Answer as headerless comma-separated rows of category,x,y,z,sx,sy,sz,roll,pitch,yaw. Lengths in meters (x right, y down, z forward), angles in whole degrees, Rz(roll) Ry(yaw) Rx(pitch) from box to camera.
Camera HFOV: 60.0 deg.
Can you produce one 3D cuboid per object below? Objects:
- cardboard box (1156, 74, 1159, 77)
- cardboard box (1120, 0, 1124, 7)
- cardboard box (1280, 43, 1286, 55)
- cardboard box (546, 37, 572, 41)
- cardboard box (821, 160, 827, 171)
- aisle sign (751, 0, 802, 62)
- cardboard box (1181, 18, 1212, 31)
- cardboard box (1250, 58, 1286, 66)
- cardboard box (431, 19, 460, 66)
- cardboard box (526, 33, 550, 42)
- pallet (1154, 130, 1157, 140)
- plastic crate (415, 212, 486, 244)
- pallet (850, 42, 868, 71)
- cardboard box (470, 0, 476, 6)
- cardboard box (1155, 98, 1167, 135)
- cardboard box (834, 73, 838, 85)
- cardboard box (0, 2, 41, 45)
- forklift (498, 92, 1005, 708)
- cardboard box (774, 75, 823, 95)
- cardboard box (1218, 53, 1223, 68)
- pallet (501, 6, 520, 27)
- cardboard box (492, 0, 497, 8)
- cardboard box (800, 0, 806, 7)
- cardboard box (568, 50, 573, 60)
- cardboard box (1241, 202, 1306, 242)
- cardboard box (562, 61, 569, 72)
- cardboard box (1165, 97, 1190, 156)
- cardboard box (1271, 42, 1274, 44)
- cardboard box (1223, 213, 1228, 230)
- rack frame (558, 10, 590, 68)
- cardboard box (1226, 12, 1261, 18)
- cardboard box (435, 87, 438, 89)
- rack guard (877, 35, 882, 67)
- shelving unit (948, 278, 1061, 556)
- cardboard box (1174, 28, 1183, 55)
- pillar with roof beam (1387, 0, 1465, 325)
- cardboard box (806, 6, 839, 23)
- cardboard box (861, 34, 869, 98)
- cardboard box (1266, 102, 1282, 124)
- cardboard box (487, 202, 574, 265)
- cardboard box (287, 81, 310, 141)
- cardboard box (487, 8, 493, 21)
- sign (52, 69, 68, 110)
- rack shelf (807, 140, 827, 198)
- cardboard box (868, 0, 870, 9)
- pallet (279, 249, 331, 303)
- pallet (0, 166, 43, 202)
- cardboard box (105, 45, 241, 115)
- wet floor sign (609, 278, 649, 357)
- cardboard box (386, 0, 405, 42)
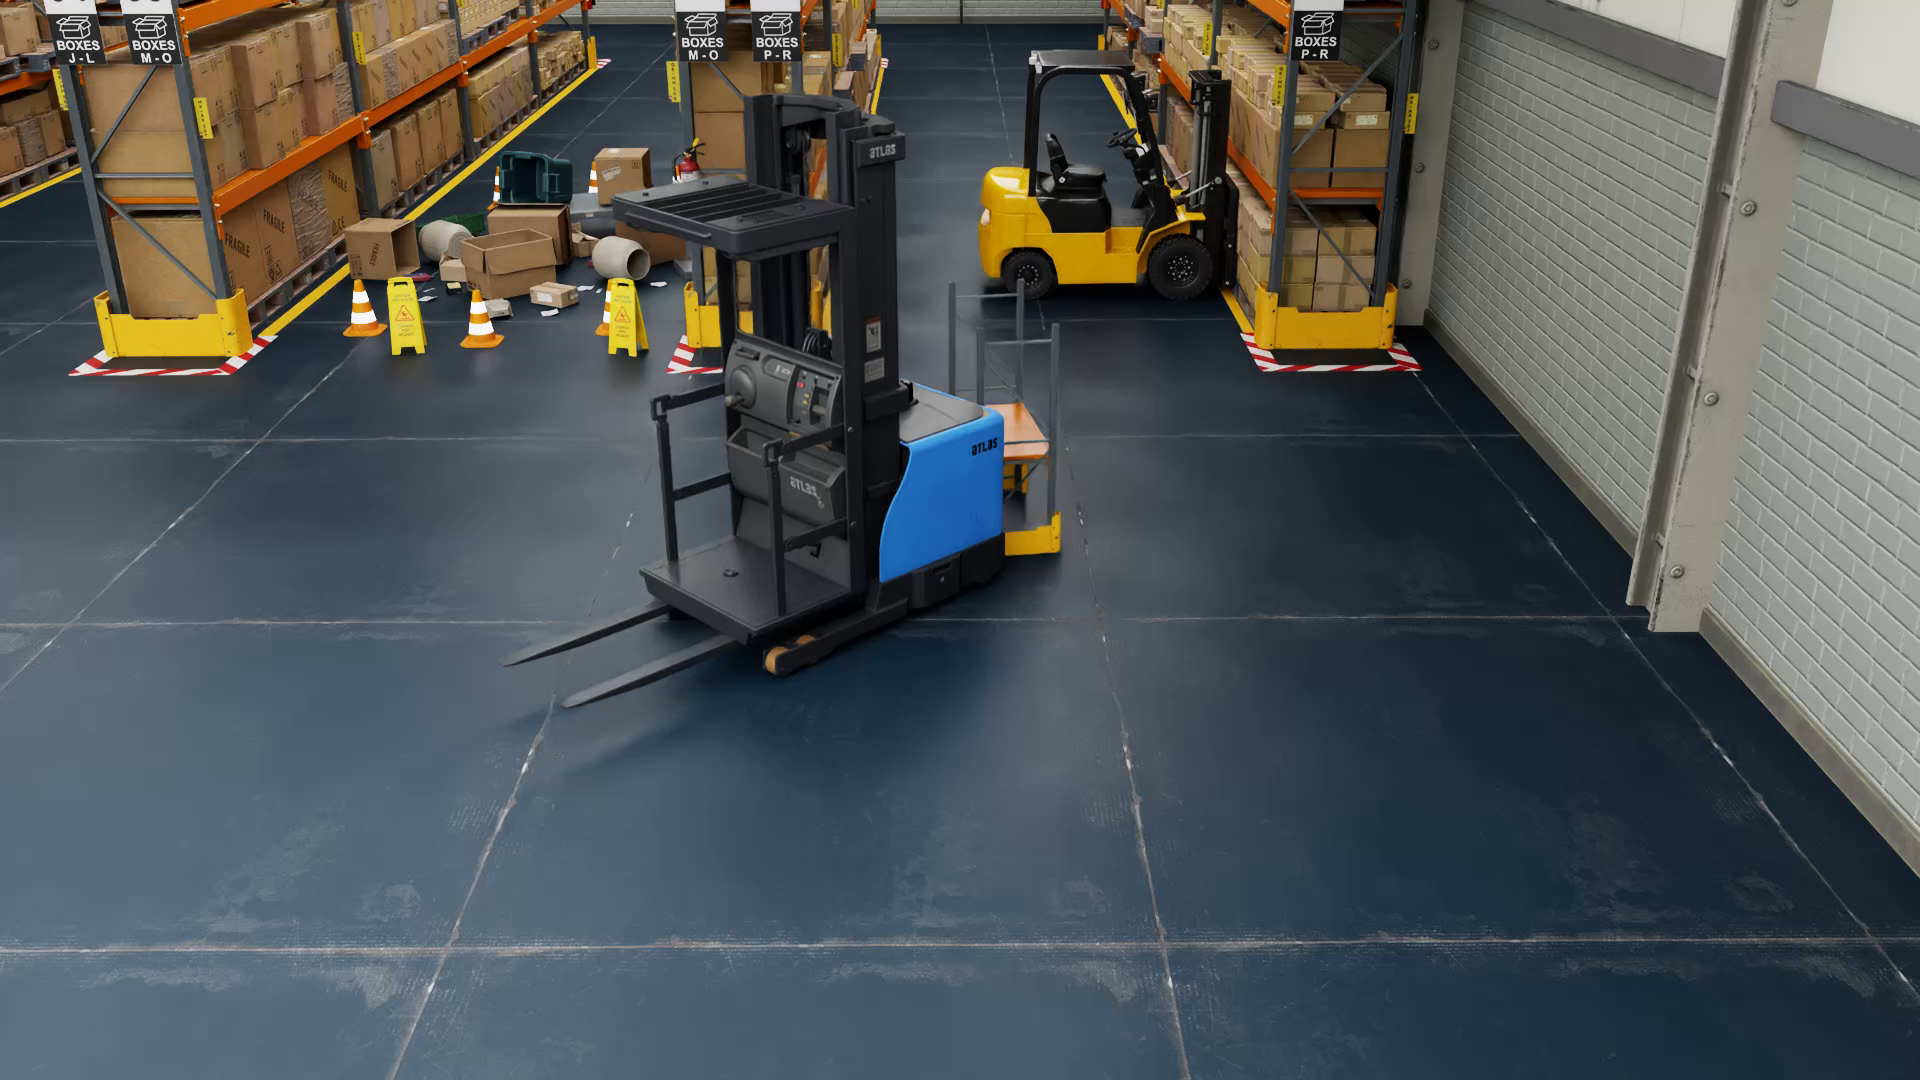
cardboard box,2.879,-6.279,22.729,0.380,0.149,0.250,0,24,1
cardboard box,2.730,-8.490,26.187,0.380,0.149,0.250,-1,24,-1
cardboard box,3.415,-4.884,16.639,0.380,0.149,0.250,0,24,-1
cardboard box,-6.637,-8.237,27.550,0.380,0.149,0.250,-1,24,-3
cardboard box,-1.550,-3.554,16.886,0.500,0.500,0.500,0,24,0
aisle sign,-1.477,-4.238,13.327,0.394,0.787,0.004,0,24,-1
cardboard box,2.822,-6.075,19.634,0.380,0.149,0.250,0,24,1
cardboard box,2.952,-4.461,15.704,0.380,0.149,0.250,0,24,0
cardboard box,-6.551,-6.172,20.635,0.500,0.500,0.500,0,24,-1
cardboard box,-7.122,-8.440,28.000,0.380,0.149,0.250,0,24,0
pallet,3.118,-5.436,22.512,1.003,0.211,1.213,0,24,-1
plastic crate,-5.468,-3.342,17.841,0.450,0.188,0.662,3,22,31
pallet,-1.761,-5.994,20.596,1.213,0.211,1.003,0,24,-1
cardboard box,-6.641,-7.171,22.038,0.380,0.149,0.250,-1,24,-3
cardboard box,2.868,-5.624,22.069,0.500,0.500,0.500,0,24,1
cardboard box,-1.522,-5.032,18.032,0.380,0.149,0.250,0,24,0
cardboard box,-11.739,-6.345,20.507,0.500,0.500,0.500,-3,25,-7
forklift,-1.127,-0.826,9.019,3.031,2.935,1.130,-22,32,-40
cardboard box,-1.545,-4.088,15.667,0.500,0.500,0.500,-1,24,-2
cardboard box,2.872,-4.959,17.166,0.380,0.149,0.250,-1,24,-1
pallet,-7.005,-7.556,24.049,1.003,0.211,1.213,0,24,-1
cardboard box,-6.648,-7.465,23.050,0.380,0.149,0.250,0,24,0
cardboard box,-1.467,-4.468,13.655,0.380,0.149,0.250,0,24,-1
cardboard box,-6.594,-7.991,27.368,0.380,0.149,0.250,0,24,0
cardboard box,2.847,-2.895,15.124,0.500,0.250,0.500,0,24,0
cardboard box,-6.612,-7.750,27.195,0.380,0.149,0.250,0,24,0
cardboard box,3.081,-5.251,21.092,0.875,0.625,0.625,1,24,1
cardboard box,3.342,-5.237,17.781,0.380,0.149,0.250,-1,24,-2
cardboard box,2.834,-3.093,16.169,0.500,0.250,0.500,0,24,-1
rack frame,-6.911,-9.607,28.352,1.000,3.000,0.127,0,24,-1
cardboard box,3.423,-6.291,20.112,0.380,0.149,0.250,-1,24,-2
cardboard box,-7.094,-5.985,21.958,0.500,0.250,0.500,-1,24,-2
rack guard,-1.963,-8.542,29.030,1.175,0.500,0.348,0,24,-1
shelving unit,0.258,-0.808,10.716,0.587,1.500,1.083,-4,25,-9
cardboard box,2.841,-5.952,19.845,0.500,0.250,0.500,-1,24,-2
pillar with roof beam,-0.236,-6.107,13.333,9.100,9.000,0.400,0,24,-1
cardboard box,-1.483,-5.590,17.690,0.380,0.149,0.250,0,24,-1
cardboard box,-1.832,-6.991,24.636,0.875,0.875,0.875,0,24,1
cardboard box,2.859,-3.690,14.360,0.380,0.149,0.250,0,24,0
cardboard box,-4.357,-3.100,16.829,0.797,0.637,0.503,0,24,-1
cardboard box,-6.848,-4.129,16.058,0.875,0.550,0.550,0,24,-1
cardboard box,-6.645,-7.226,22.883,0.380,0.149,0.250,-1,24,-2
sign,-7.279,-3.653,13.494,0.100,0.325,0.005,0,24,-1
rack shelf,-1.810,-3.574,15.886,1.077,0.370,4.000,0,24,-1
cardboard box,-1.664,-8.470,25.717,0.500,0.500,0.500,0,24,0
pallet,-6.834,-2.574,16.186,1.003,0.211,1.213,0,24,-1
pallet,-11.767,-4.236,19.860,1.003,0.211,1.213,0,24,-1
cardboard box,-6.800,-3.954,14.360,0.875,0.550,0.550,0,24,-1
wet floor sign,-2.856,-1.922,14.217,0.267,0.644,0.232,8,26,18
cardboard box,-6.809,-5.996,19.034,0.700,0.500,0.500,0,24,-1
